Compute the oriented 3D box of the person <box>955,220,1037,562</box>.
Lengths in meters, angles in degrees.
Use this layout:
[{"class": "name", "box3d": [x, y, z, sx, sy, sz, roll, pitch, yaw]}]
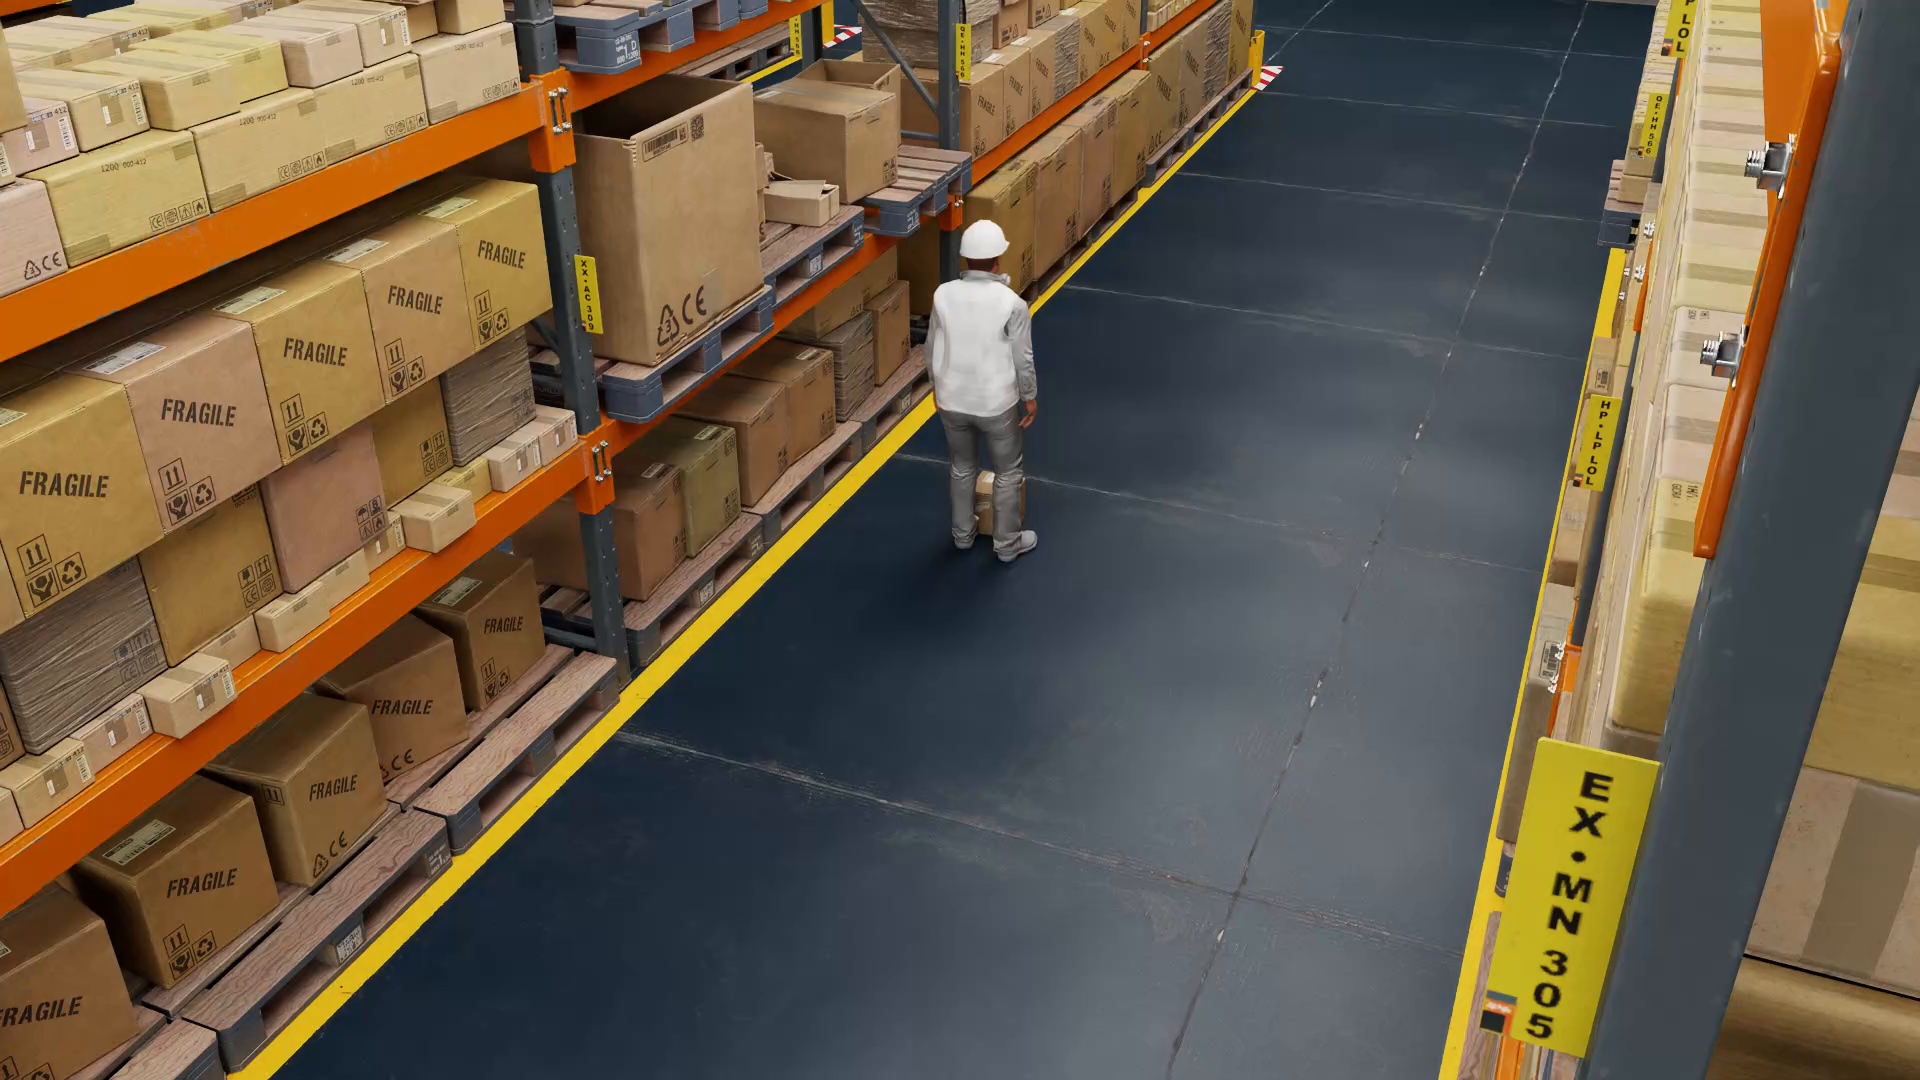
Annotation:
[{"class": "person", "box3d": [-3.046, -3.041, 8.382, 7.240, 5.808, 11.415, 11, 31, 19]}]
